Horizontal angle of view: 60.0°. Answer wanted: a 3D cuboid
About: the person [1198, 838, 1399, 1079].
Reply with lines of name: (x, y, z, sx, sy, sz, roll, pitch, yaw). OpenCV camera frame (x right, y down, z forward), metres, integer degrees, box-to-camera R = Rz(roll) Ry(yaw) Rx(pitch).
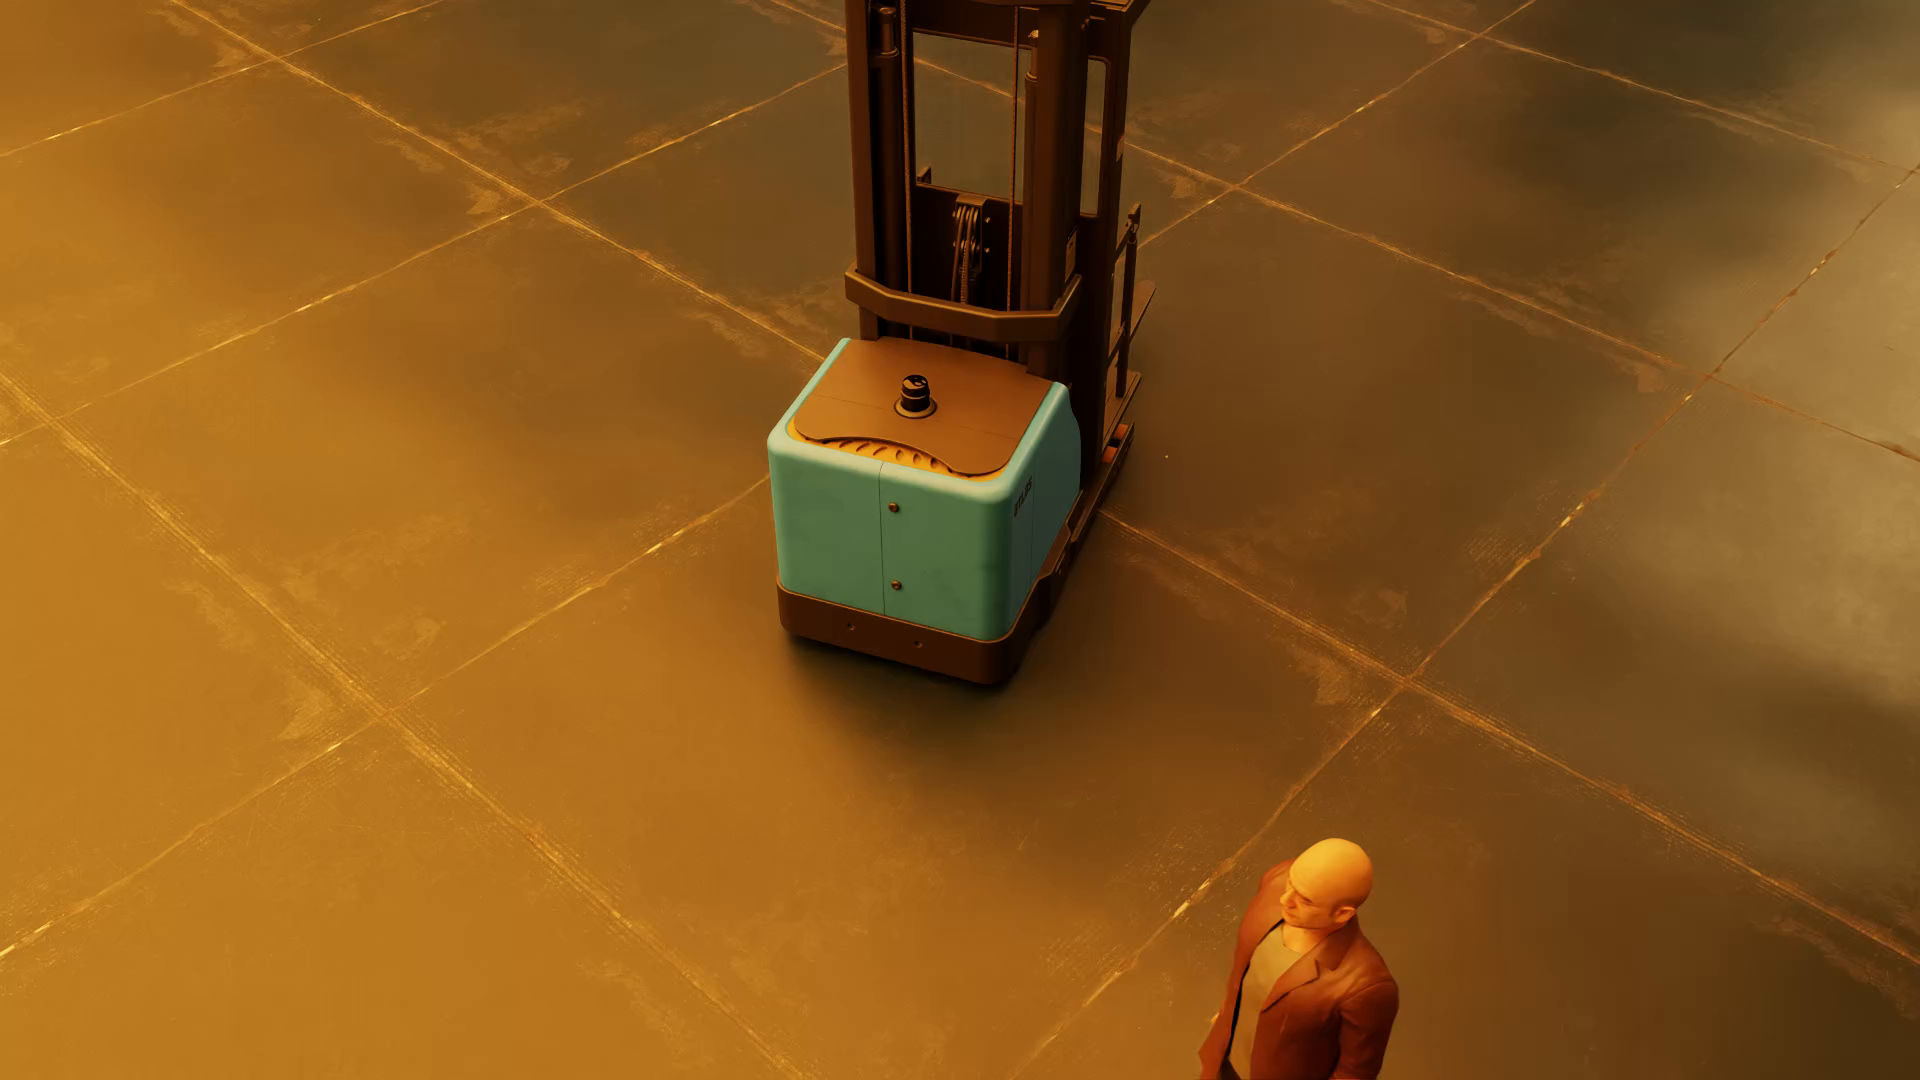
person: (0.863, 1.453, 4.617, 0.392, 1.782, 0.547, -17, 43, -18)

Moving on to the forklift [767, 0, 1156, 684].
forklift: (0.211, -1.484, 7.158, 1.130, 2.935, 3.031, 14, 42, 15)
